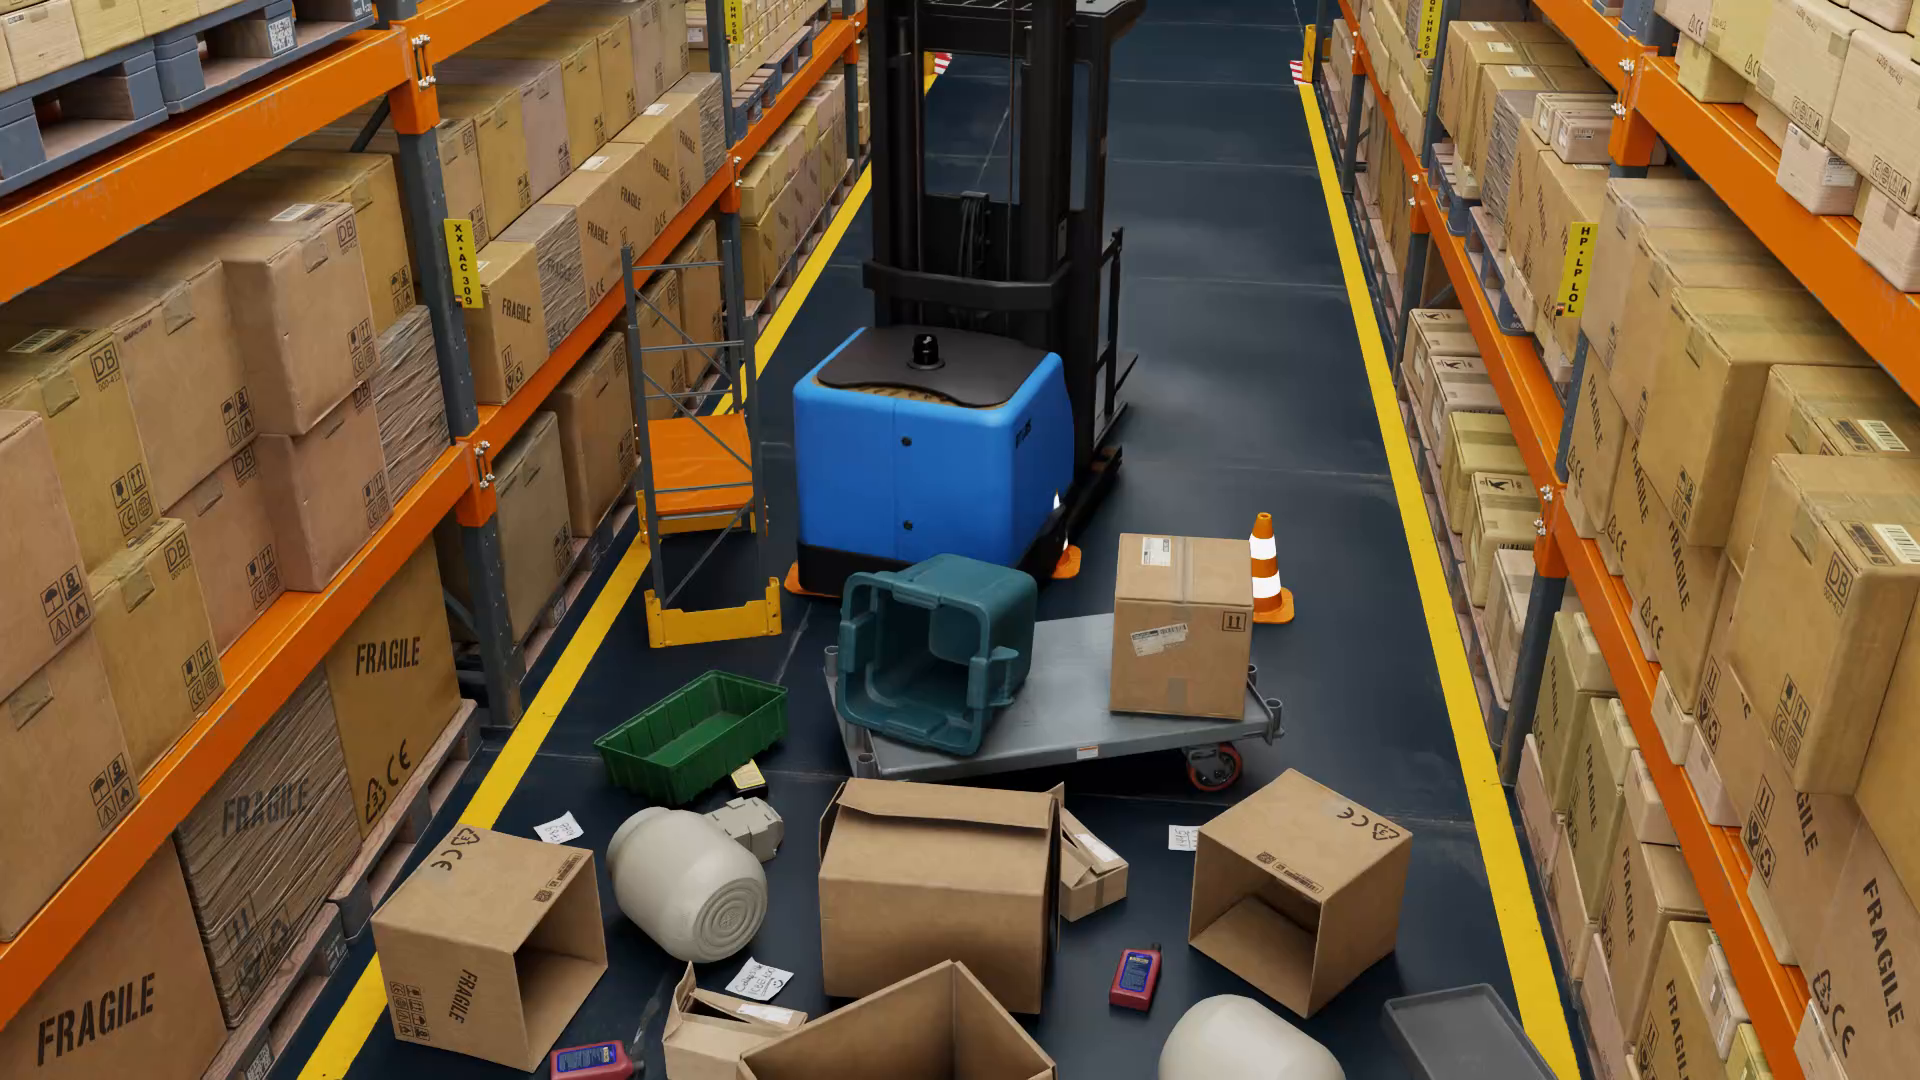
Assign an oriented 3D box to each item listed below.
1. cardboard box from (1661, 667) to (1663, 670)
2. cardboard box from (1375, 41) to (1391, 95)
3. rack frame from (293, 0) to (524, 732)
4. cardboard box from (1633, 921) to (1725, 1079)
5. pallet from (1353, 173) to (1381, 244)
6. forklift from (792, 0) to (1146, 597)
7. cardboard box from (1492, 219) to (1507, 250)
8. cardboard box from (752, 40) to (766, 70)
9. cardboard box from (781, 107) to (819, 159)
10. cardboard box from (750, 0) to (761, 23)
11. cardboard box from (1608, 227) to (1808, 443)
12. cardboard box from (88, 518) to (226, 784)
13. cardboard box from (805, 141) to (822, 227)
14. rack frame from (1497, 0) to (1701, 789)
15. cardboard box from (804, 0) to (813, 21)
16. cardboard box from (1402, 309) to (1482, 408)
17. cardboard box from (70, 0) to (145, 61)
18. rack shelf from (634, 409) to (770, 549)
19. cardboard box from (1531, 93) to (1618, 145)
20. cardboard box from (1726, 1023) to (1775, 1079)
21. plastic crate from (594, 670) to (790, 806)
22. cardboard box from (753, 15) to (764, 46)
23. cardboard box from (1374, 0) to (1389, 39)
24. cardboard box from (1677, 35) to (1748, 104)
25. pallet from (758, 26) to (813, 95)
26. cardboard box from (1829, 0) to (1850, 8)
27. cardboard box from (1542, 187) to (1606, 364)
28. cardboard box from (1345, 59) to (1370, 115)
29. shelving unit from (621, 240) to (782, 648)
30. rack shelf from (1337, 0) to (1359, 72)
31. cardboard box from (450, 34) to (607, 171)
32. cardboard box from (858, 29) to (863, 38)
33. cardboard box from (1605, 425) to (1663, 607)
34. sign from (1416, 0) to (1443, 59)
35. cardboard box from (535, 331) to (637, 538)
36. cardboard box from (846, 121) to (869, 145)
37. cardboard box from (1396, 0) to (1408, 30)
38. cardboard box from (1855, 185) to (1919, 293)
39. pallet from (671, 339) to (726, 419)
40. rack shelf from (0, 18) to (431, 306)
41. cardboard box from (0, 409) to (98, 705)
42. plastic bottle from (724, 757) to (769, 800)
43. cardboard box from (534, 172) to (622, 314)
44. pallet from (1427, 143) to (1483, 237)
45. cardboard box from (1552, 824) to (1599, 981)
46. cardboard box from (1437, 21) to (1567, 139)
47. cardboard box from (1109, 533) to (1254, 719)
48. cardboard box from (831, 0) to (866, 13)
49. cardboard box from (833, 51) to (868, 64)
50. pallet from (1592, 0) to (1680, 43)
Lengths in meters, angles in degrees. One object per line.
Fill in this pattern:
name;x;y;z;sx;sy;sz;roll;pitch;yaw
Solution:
cardboard box;2.204;0.374;4.658;0.380;0.149;0.250;3;28;6
cardboard box;3.063;-3.146;11.084;0.500;0.250;0.500;3;28;5
rack frame;-2.316;-0.597;6.195;1.000;3.000;0.127;3;28;6
cardboard box;2.088;1.347;4.253;0.500;0.500;0.500;3;28;5
pallet;3.570;-2.527;12.718;1.003;0.211;1.213;3;28;6
forklift;0.227;-1.596;8.123;1.130;2.935;3.031;10;30;17
cardboard box;2.629;-1.413;7.533;0.380;0.149;0.250;4;29;8
cardboard box;-1.473;-3.133;10.725;0.380;0.149;0.250;5;29;9
cardboard box;-1.303;-2.921;11.911;0.500;0.250;0.500;2;28;4
cardboard box;-1.479;-3.388;10.572;0.380;0.149;0.250;2;28;4
cardboard box;2.256;-0.538;4.613;0.700;0.500;0.500;4;29;6
cardboard box;-2.542;0.275;4.419;0.875;0.550;0.500;3;28;6
cardboard box;-1.306;-2.601;12.108;0.500;0.500;0.500;3;28;5
rack frame;2.609;-0.356;5.749;1.000;3.000;0.127;3;28;6
cardboard box;-1.282;-3.881;12.113;0.380;0.149;0.250;2;28;4
cardboard box;3.020;-1.002;9.275;0.950;0.372;0.625;1;28;3
cardboard box;-2.197;-1.246;3.954;0.380;0.149;0.250;3;28;6
rack shelf;-1.193;-0.297;7.599;0.538;0.185;1.000;-6;29;-10
cardboard box;2.524;-1.688;6.675;0.380;0.149;0.250;2;28;4
cardboard box;1.971;1.249;3.750;0.380;0.149;0.250;4;29;7
plastic crate;-1.037;0.774;6.555;0.450;0.188;0.662;9;28;37
cardboard box;-1.476;-3.273;10.671;0.380;0.149;0.250;3;29;6
cardboard box;3.132;-3.602;11.405;0.500;0.250;0.500;4;29;7
cardboard box;2.238;-1.314;4.629;0.380;0.149;0.250;3;28;6
pallet;-1.624;-3.329;11.469;1.003;0.211;1.213;3;28;6
cardboard box;2.164;-1.298;3.759;0.380;0.149;0.250;2;28;5
cardboard box;2.438;-0.947;5.984;0.500;0.500;0.500;3;28;5
cardboard box;3.882;-3.890;14.566;0.875;0.438;0.875;3;28;5
shelving unit;-1.195;-0.460;7.522;0.587;1.500;1.083;-6;29;-10
rack shelf;3.835;-4.747;14.657;1.077;0.370;4.000;3;28;6
cardboard box;-2.074;-2.033;7.700;0.700;0.500;0.500;3;28;6
cardboard box;-1.161;-5.073;16.440;0.380;0.149;0.250;4;29;7
cardboard box;2.241;-0.103;4.859;0.500;0.500;0.500;3;28;6
sign;2.548;-2.780;9.026;0.100;0.325;0.005;3;28;6
cardboard box;-2.207;-0.542;8.023;1.050;0.750;0.750;3;28;6
cardboard box;-0.972;-3.445;14.045;0.380;0.149;0.250;2;28;4
cardboard box;3.025;-3.457;10.345;0.500;0.500;0.500;3;28;6
cardboard box;2.029;-0.593;3.291;0.380;0.149;0.250;3;28;6
pallet;-1.997;-0.885;9.670;1.003;0.211;1.213;3;28;6
rack shelf;-2.561;-0.659;3.906;1.077;0.370;4.000;3;28;6
cardboard box;-2.543;0.053;3.693;0.875;0.550;0.550;3;28;6
plastic bottle;-0.852;0.915;6.487;0.133;0.061;0.283;-11;30;-20
cardboard box;-1.859;-1.345;7.479;0.500;0.500;0.500;3;28;6
pallet;3.118;-1.813;8.655;1.213;0.211;1.003;3;28;6
cardboard box;2.215;1.183;5.348;0.500;0.250;0.500;5;29;9
cardboard box;2.815;-2.401;8.682;0.500;0.500;0.500;3;28;5
cardboard box;0.839;0.321;6.328;0.500;0.500;0.500;3;28;6
cardboard box;-0.976;-4.366;13.456;0.380;0.149;0.250;4;29;8
cardboard box;-0.940;-4.324;15.050;0.380;0.149;0.250;2;28;4
pallet;2.791;-1.879;5.610;1.213;0.211;1.003;3;28;6
